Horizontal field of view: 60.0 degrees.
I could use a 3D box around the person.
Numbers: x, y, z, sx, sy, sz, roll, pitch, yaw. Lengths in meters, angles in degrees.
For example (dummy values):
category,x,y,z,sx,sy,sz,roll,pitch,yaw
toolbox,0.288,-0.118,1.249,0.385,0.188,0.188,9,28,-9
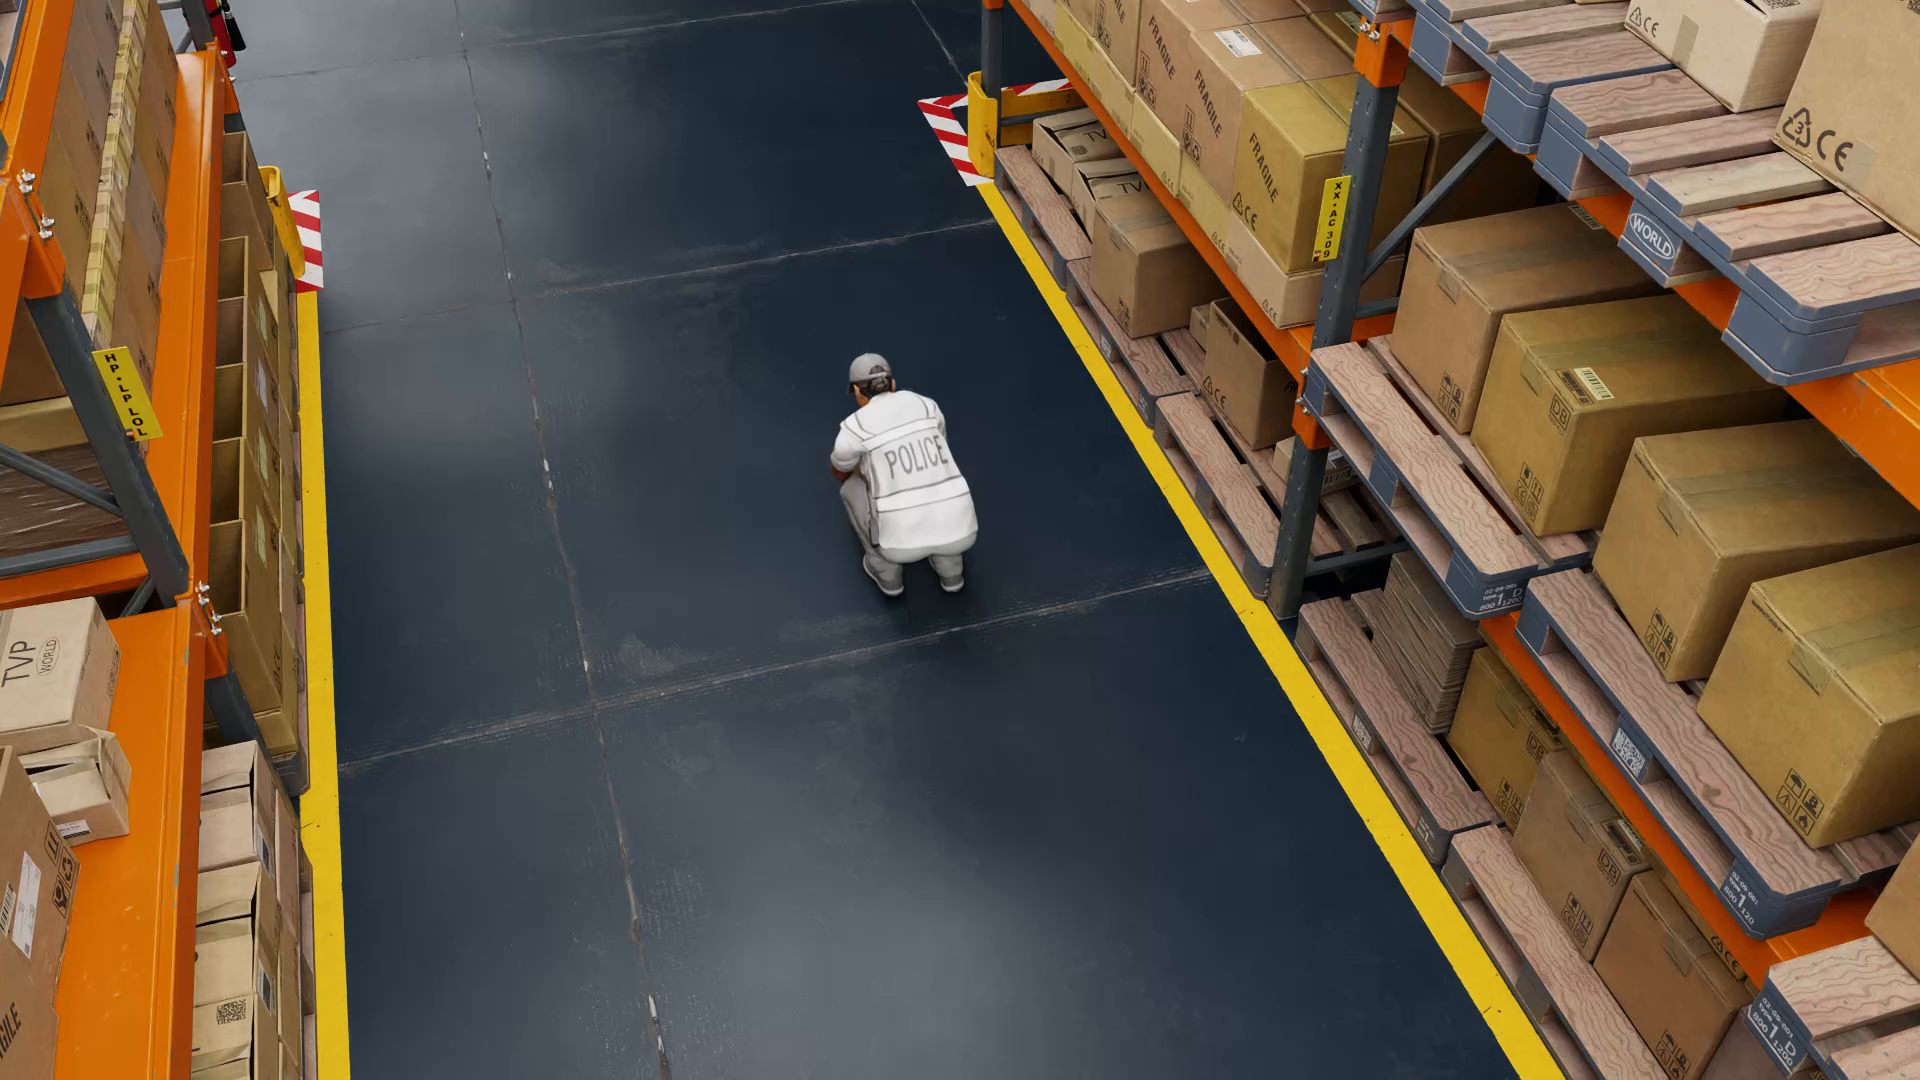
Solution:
category,x,y,z,sx,sy,sz,roll,pitch,yaw
person,-0.242,-0.243,6.977,0.536,0.930,0.852,-12,44,-13
